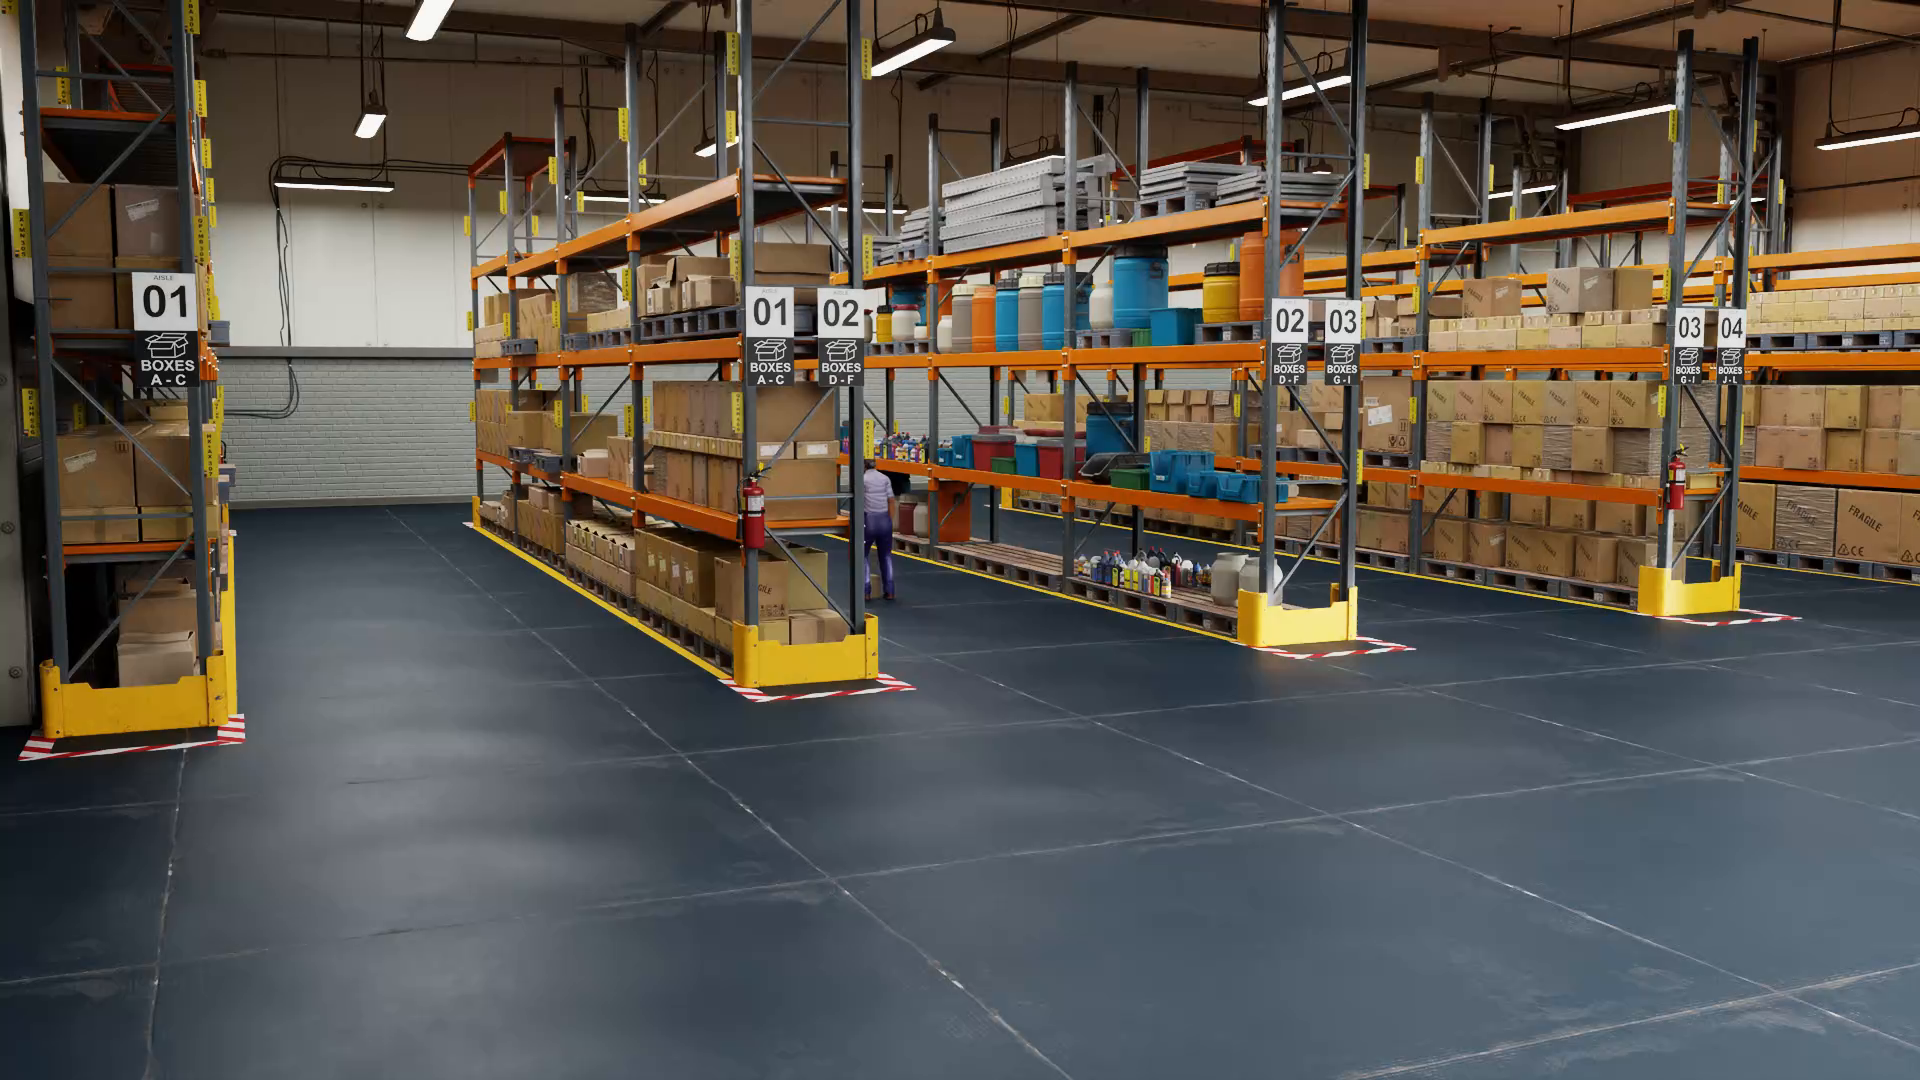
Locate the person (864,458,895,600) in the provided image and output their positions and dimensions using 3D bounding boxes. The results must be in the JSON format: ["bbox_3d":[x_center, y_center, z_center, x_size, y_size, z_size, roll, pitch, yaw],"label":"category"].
[{"bbox_3d":[-0.977,-0.151,18.621,0.555,1.650,0.425,-3,6,-27],"label":"person"}]
